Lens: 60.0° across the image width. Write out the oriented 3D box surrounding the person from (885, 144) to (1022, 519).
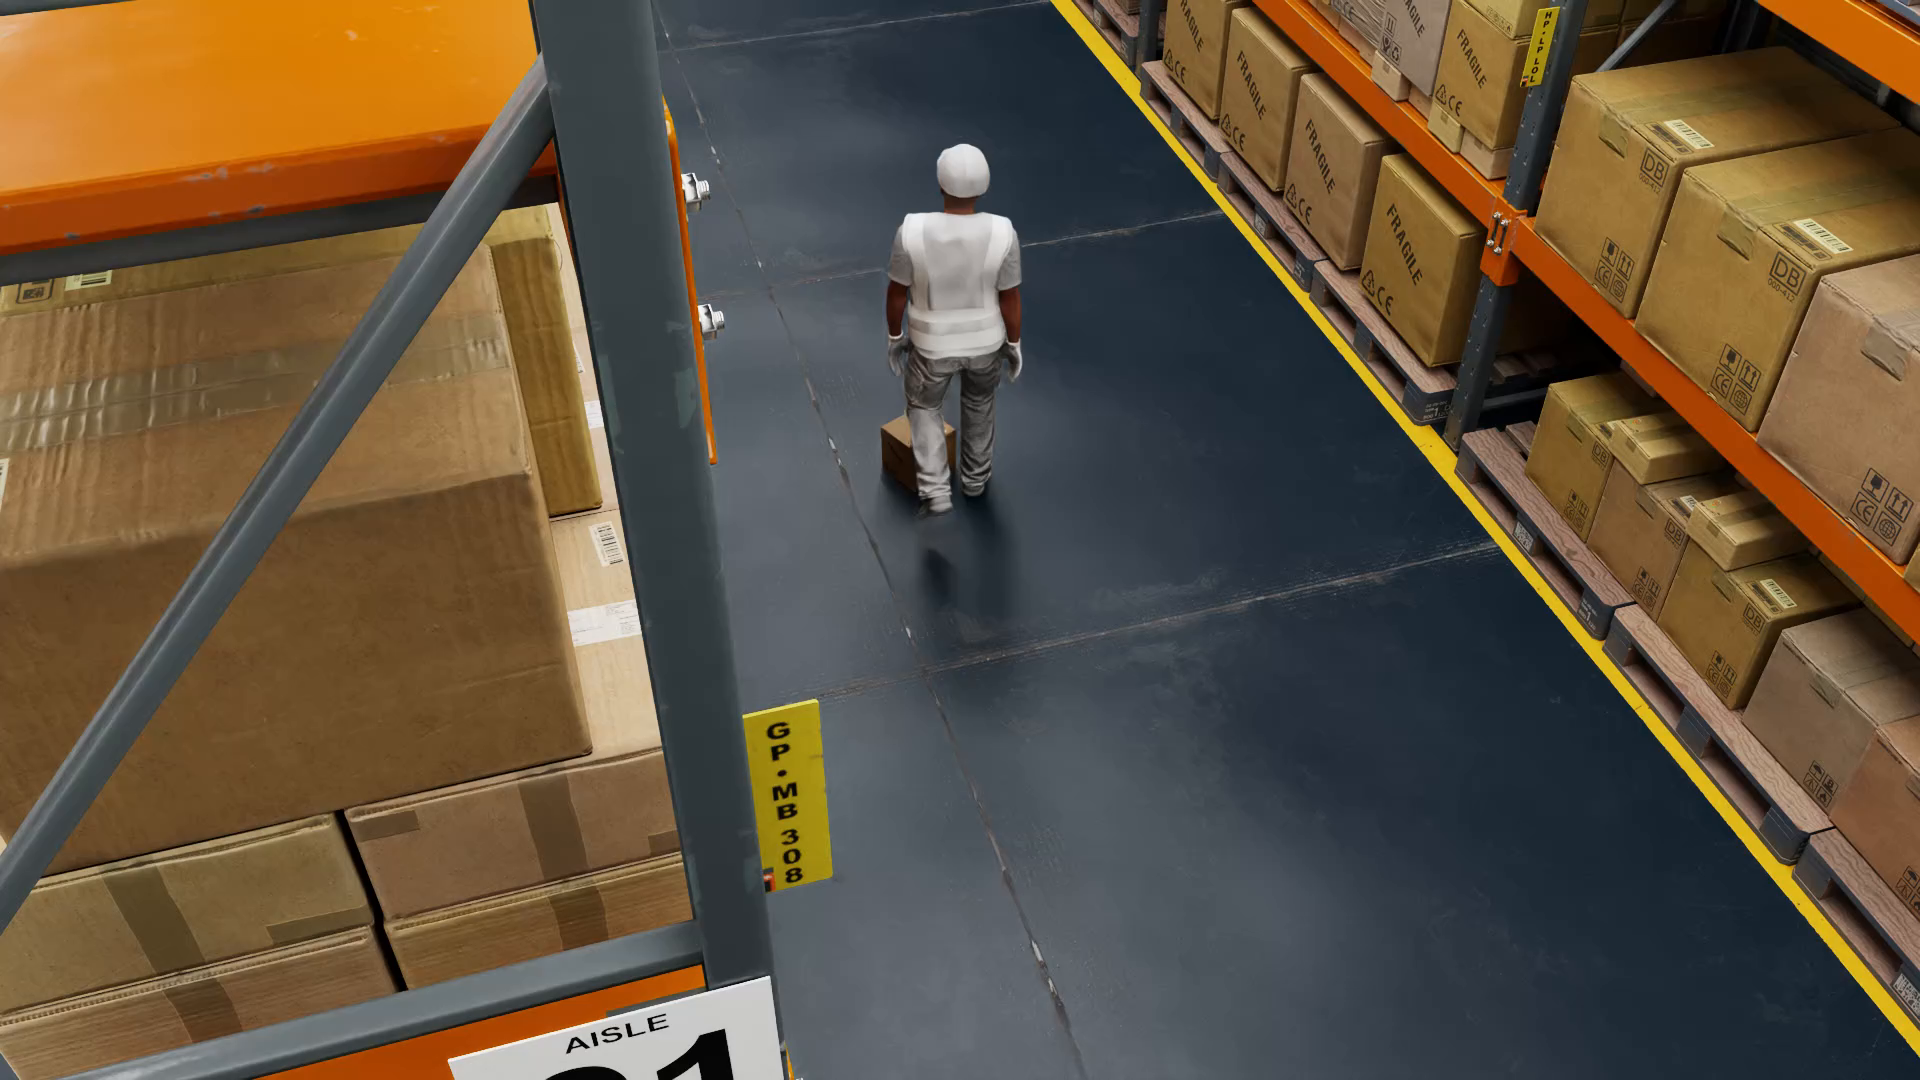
[{"bbox_3d":[-0.022,-0.810,7.039,0.579,1.769,0.722,-2,42,-2],"label":"person"}]
